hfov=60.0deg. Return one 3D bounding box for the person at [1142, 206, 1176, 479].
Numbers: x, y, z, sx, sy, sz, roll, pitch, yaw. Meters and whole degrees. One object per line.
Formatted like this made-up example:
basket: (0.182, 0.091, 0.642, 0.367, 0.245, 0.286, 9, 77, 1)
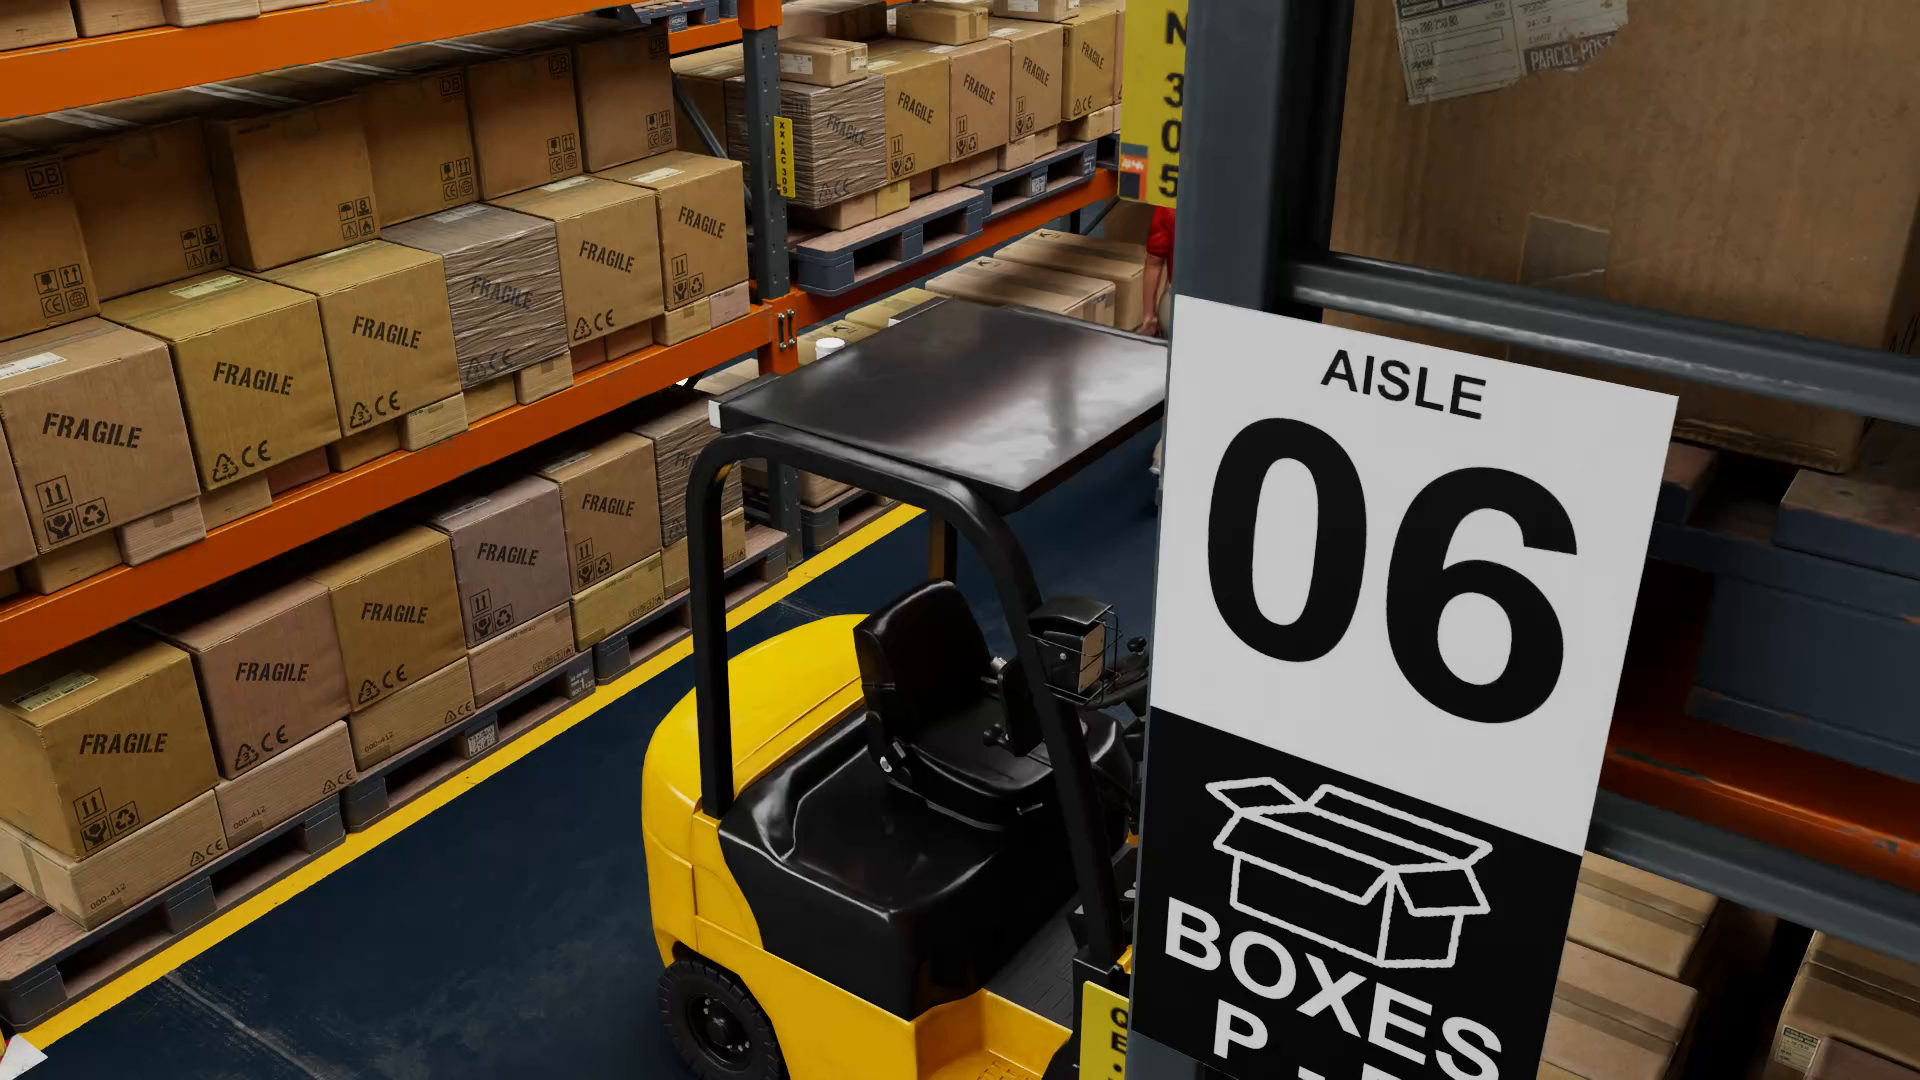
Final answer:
person: (1.194, -1.138, 8.383, 0.536, 1.674, 1.071, 19, 32, 32)
